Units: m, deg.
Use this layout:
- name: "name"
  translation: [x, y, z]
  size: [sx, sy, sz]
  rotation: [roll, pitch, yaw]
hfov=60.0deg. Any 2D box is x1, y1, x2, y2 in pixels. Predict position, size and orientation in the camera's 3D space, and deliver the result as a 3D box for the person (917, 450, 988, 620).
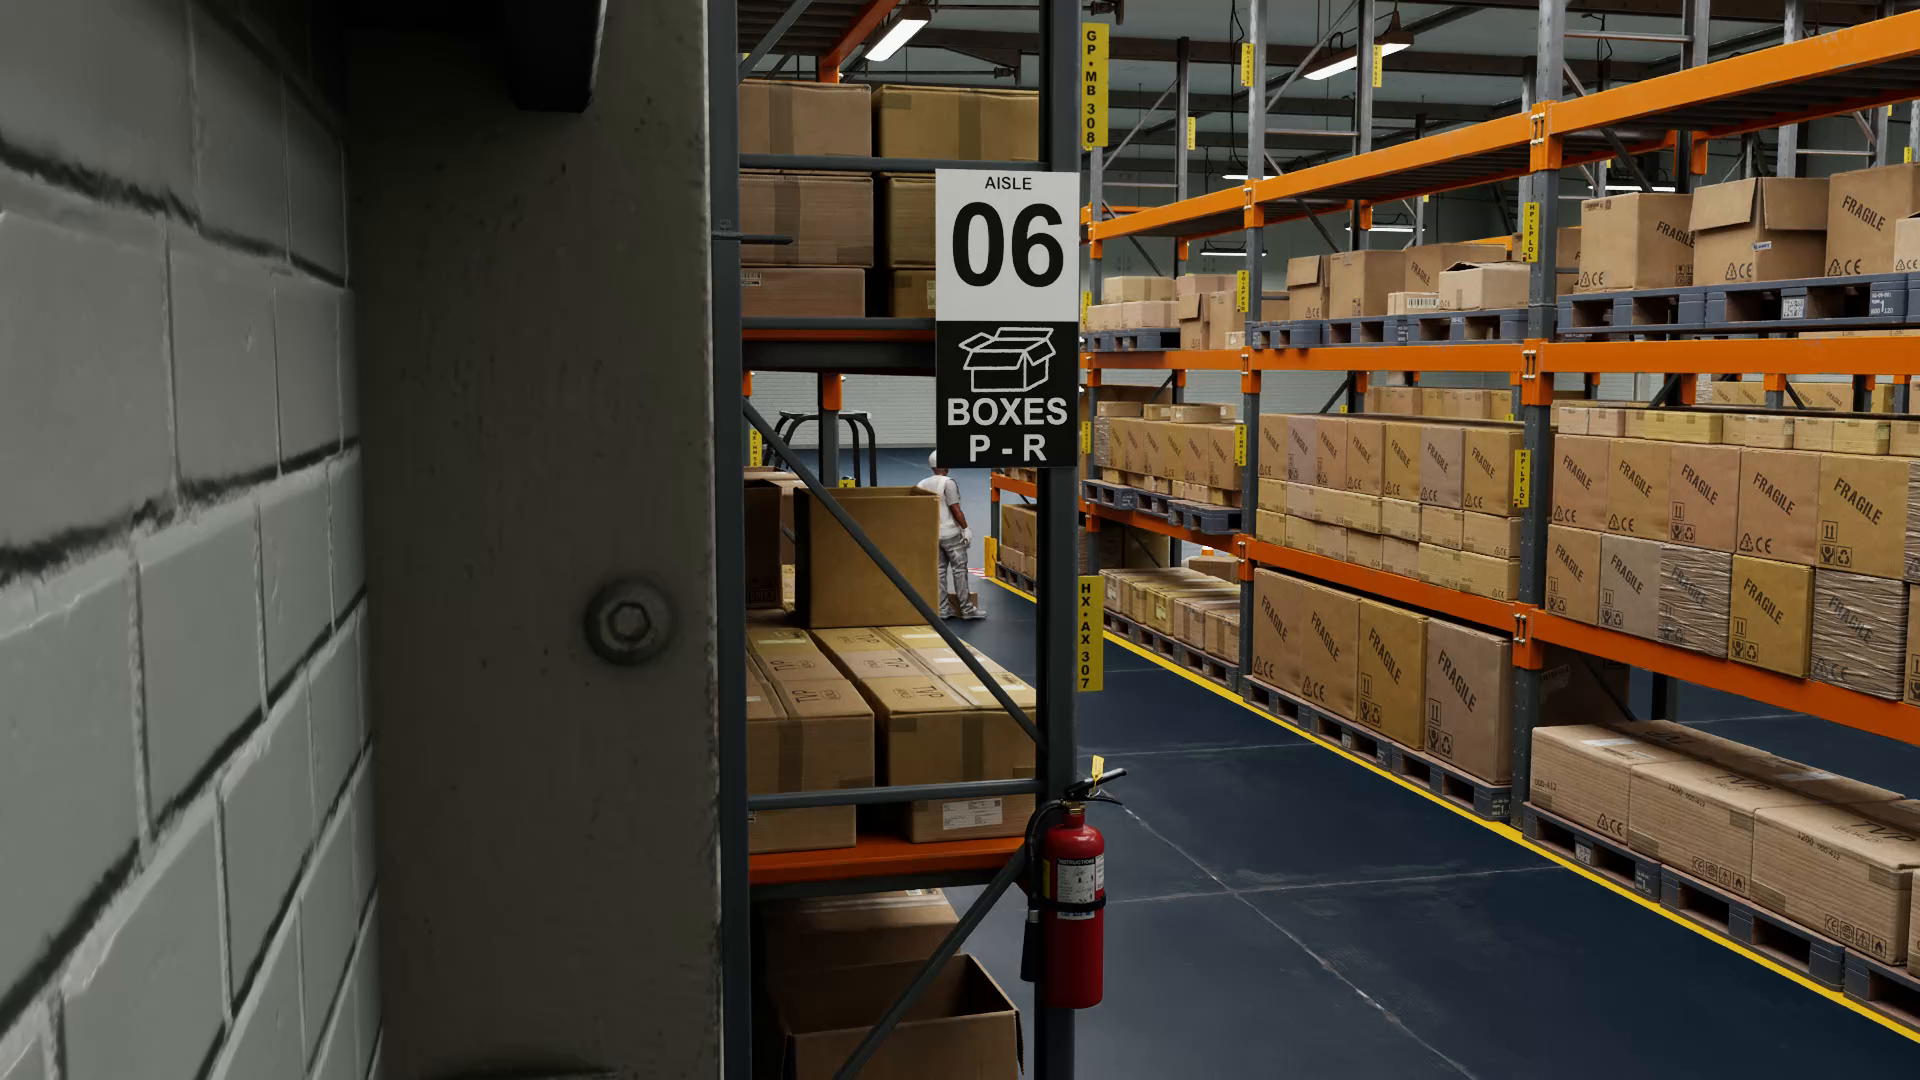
- name: "person"
  translation: [-0.103, -0.063, 17.574]
  size: [0.657, 1.784, 0.576]
  rotation: [6, 8, 44]
